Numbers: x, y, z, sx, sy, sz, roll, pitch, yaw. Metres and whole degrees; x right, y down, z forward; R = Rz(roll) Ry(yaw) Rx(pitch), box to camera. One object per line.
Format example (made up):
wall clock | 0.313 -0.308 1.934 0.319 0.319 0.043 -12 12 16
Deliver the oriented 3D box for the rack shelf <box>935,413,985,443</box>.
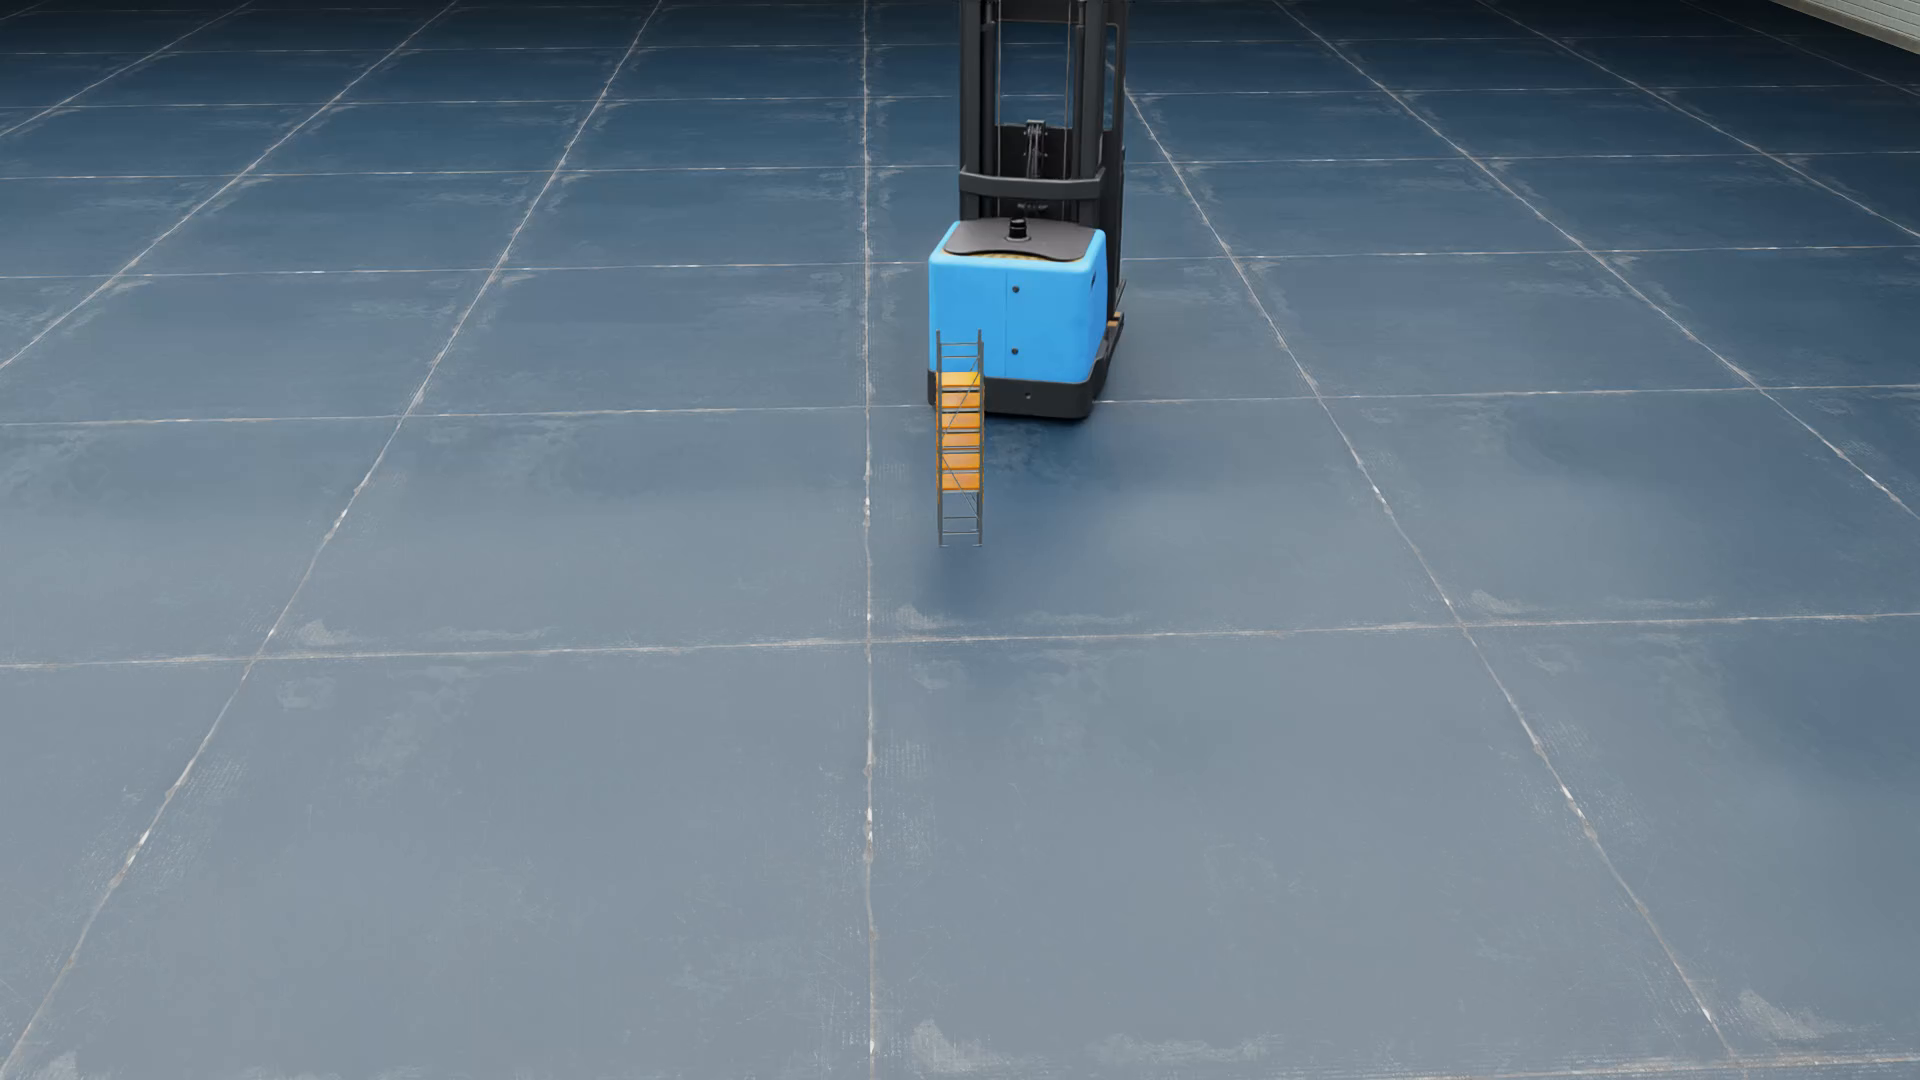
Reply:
rack shelf | -0.001 -0.606 8.950 0.258 0.103 0.180 -1 28 -3

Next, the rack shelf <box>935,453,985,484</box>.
rack shelf | -0.001 -0.393 9.061 0.258 0.103 0.180 -1 28 -3

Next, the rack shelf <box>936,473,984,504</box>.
rack shelf | -0.001 -0.286 9.117 0.258 0.103 0.180 -1 28 -3

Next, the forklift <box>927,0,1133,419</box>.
forklift | 0.588 -2.733 11.321 1.130 2.935 3.031 5 28 10

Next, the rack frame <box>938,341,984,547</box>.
rack frame | 0.004 -0.496 8.904 0.240 1.200 0.006 -1 28 -3

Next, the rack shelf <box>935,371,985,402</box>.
rack shelf | -0.001 -0.818 8.839 0.258 0.103 0.180 -1 28 -3

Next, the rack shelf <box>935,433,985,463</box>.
rack shelf | -0.001 -0.499 9.006 0.258 0.103 0.180 -1 28 -3

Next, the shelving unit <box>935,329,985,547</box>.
shelving unit | -0.001 -0.539 8.985 0.258 1.200 0.189 -1 28 -3

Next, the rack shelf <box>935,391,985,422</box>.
rack shelf | -0.001 -0.712 8.895 0.258 0.103 0.180 -1 28 -3

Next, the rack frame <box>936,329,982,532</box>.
rack frame | -0.006 -0.581 9.066 0.240 1.200 0.006 -1 28 -3
